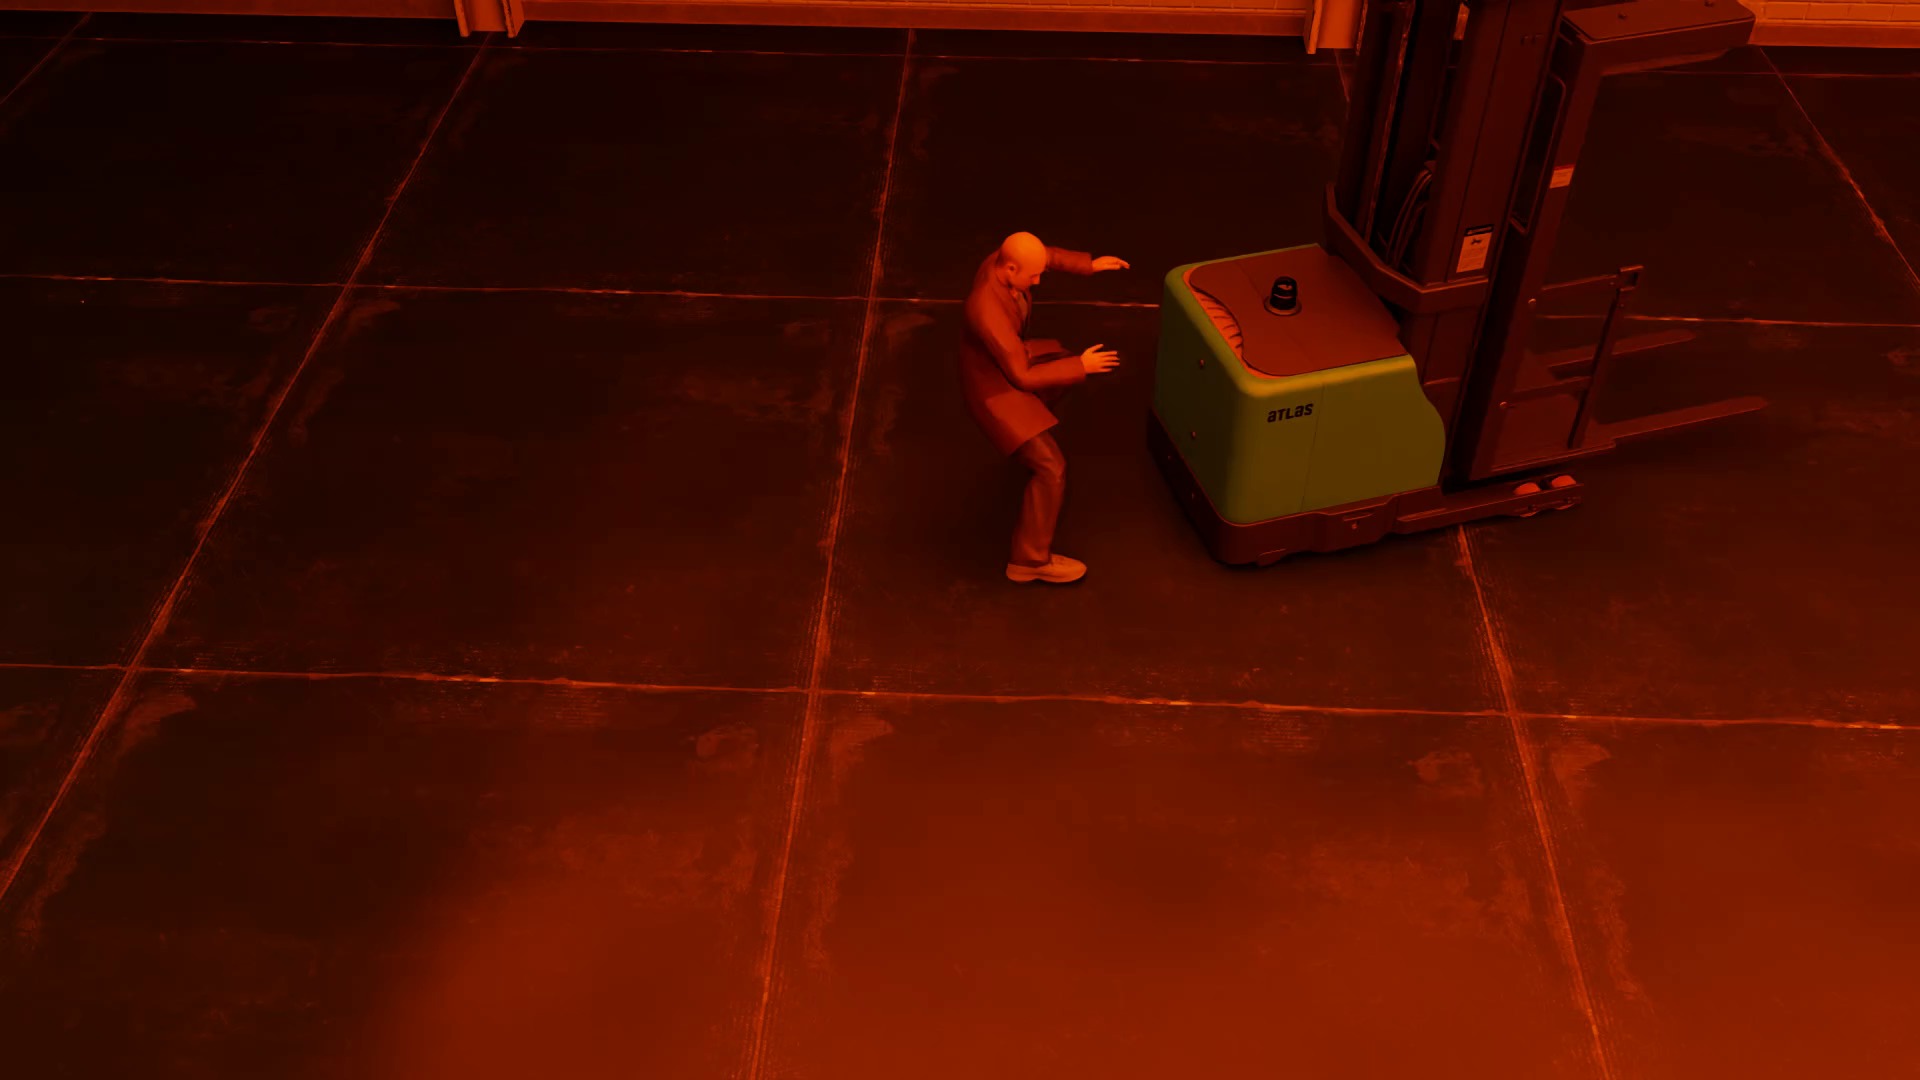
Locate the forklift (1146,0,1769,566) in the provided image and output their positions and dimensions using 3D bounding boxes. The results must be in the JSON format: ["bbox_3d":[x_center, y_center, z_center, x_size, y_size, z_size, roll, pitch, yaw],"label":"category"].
[{"bbox_3d":[2.509,-1.525,7.413,3.031,2.935,1.130,-11,44,-12],"label":"forklift"}]

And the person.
[{"bbox_3d":[0.373,-0.757,7.610,0.739,1.528,1.177,9,43,9],"label":"person"}]
